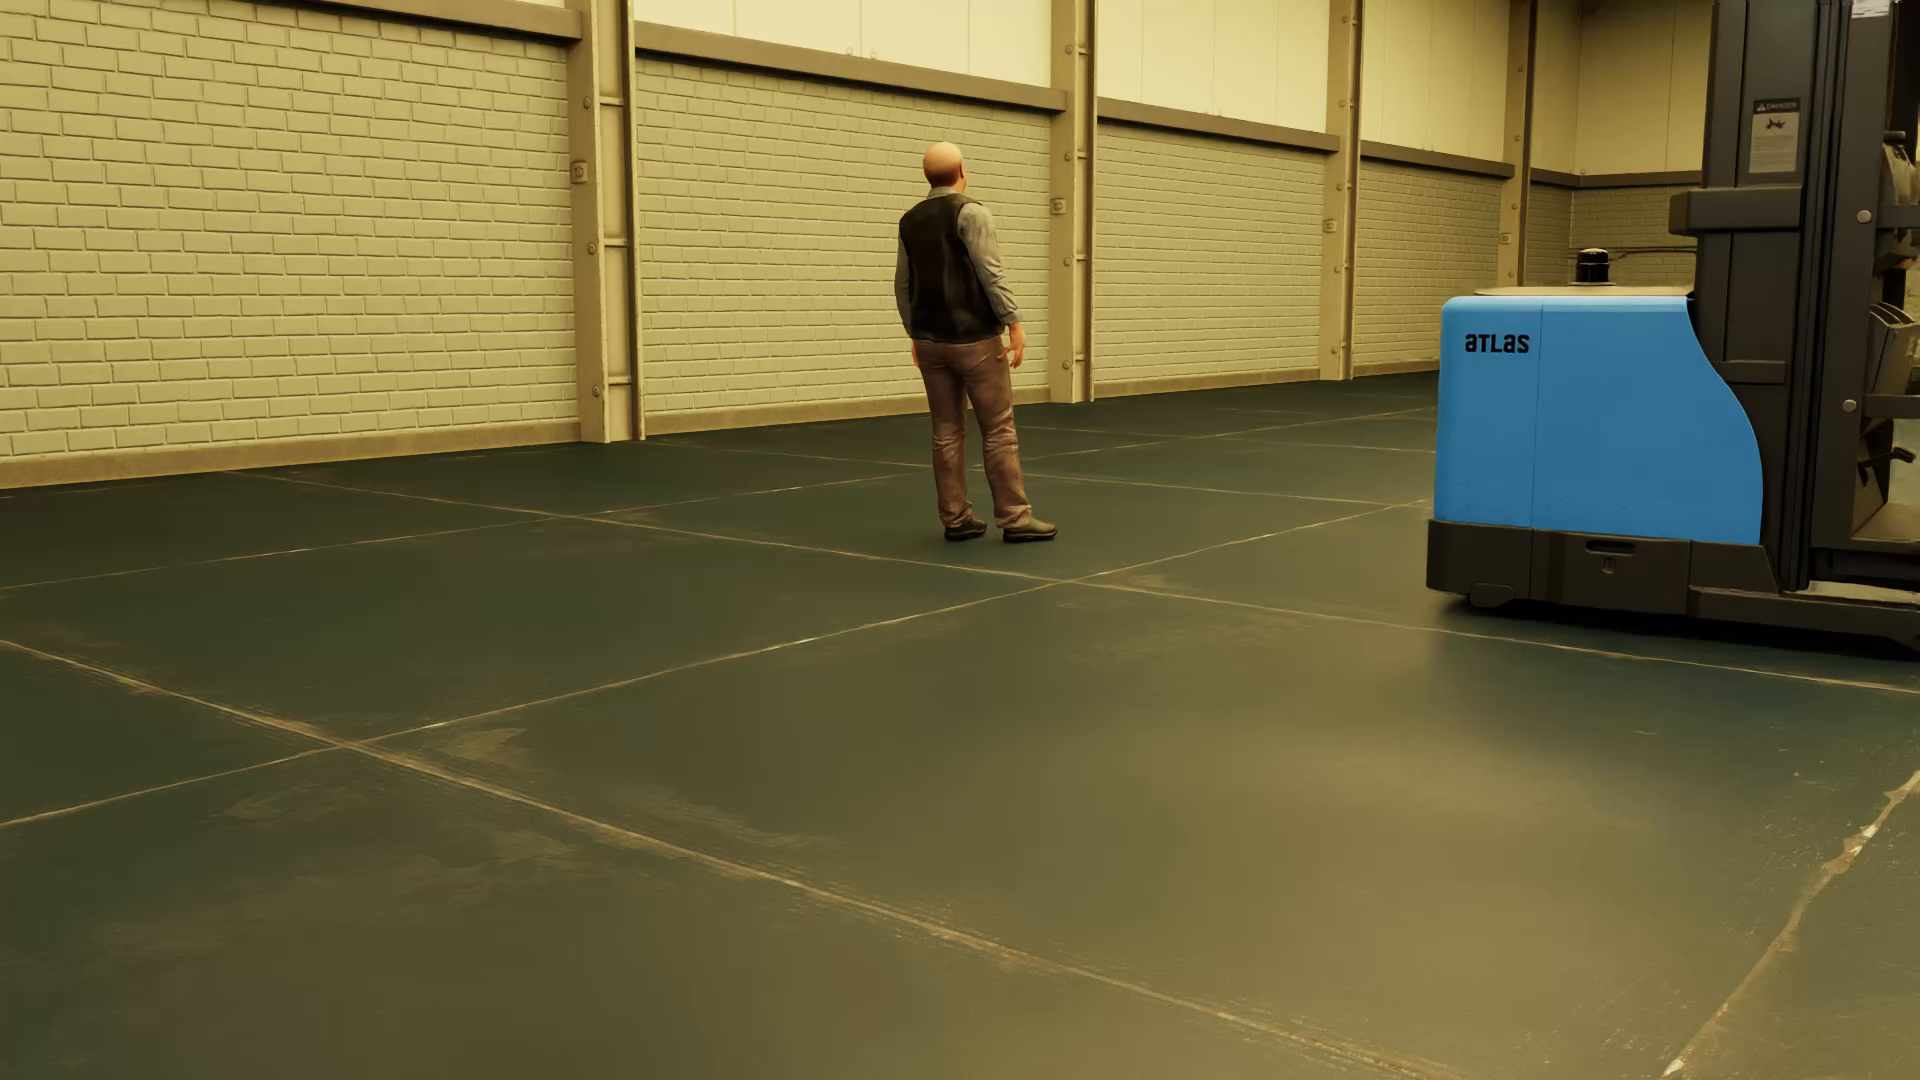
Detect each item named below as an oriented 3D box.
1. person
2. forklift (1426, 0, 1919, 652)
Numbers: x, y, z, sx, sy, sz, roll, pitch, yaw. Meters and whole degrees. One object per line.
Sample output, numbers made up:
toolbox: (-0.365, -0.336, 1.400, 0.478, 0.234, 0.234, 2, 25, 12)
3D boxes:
person: (0.045, -0.865, 7.322, 0.632, 1.720, 0.568, 7, 11, 38)
forklift: (3.130, -1.150, 5.139, 3.031, 2.935, 1.130, 6, 10, 34)
